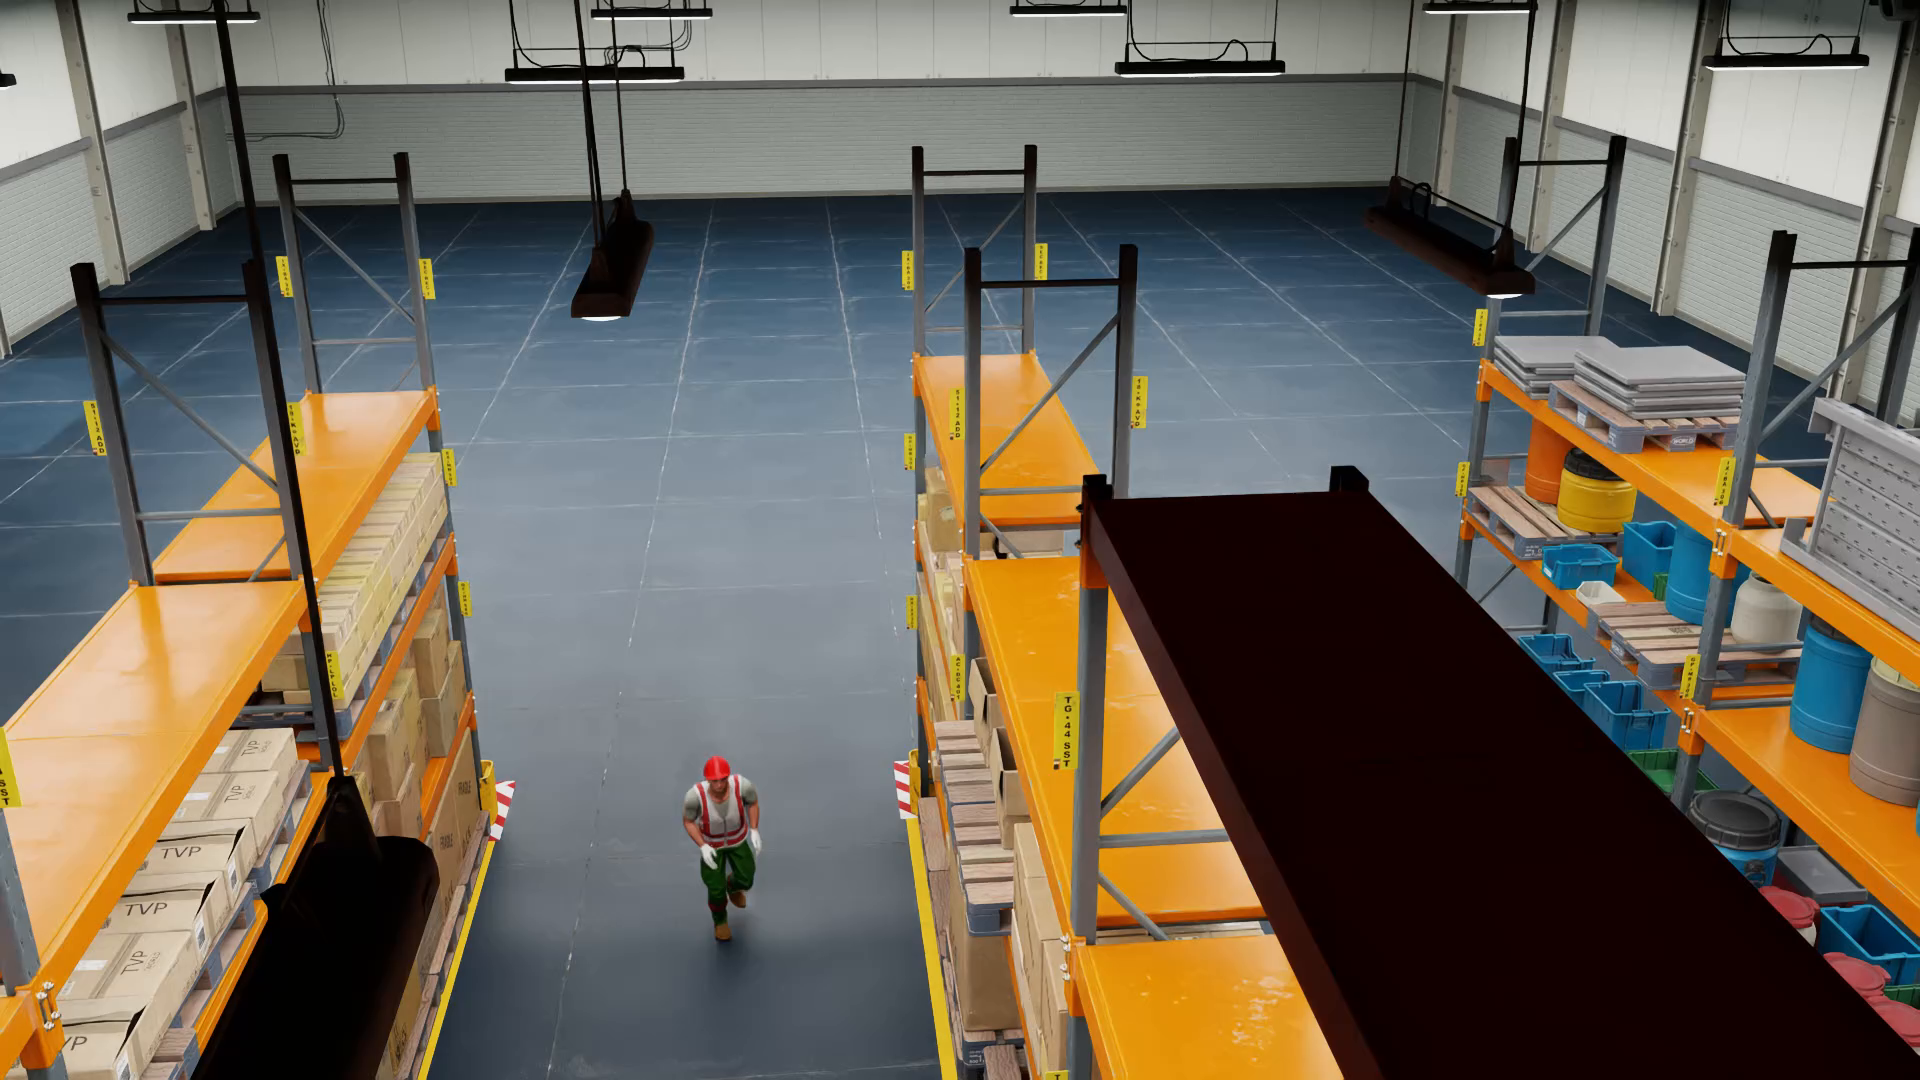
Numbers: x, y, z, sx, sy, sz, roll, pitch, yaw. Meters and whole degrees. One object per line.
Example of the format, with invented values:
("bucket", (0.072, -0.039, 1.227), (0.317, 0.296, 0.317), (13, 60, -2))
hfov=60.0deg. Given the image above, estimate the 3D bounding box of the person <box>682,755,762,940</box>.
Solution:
("person", (-1.913, 2.388, 13.306), (0.612, 1.711, 0.764), (-7, 23, -18))
